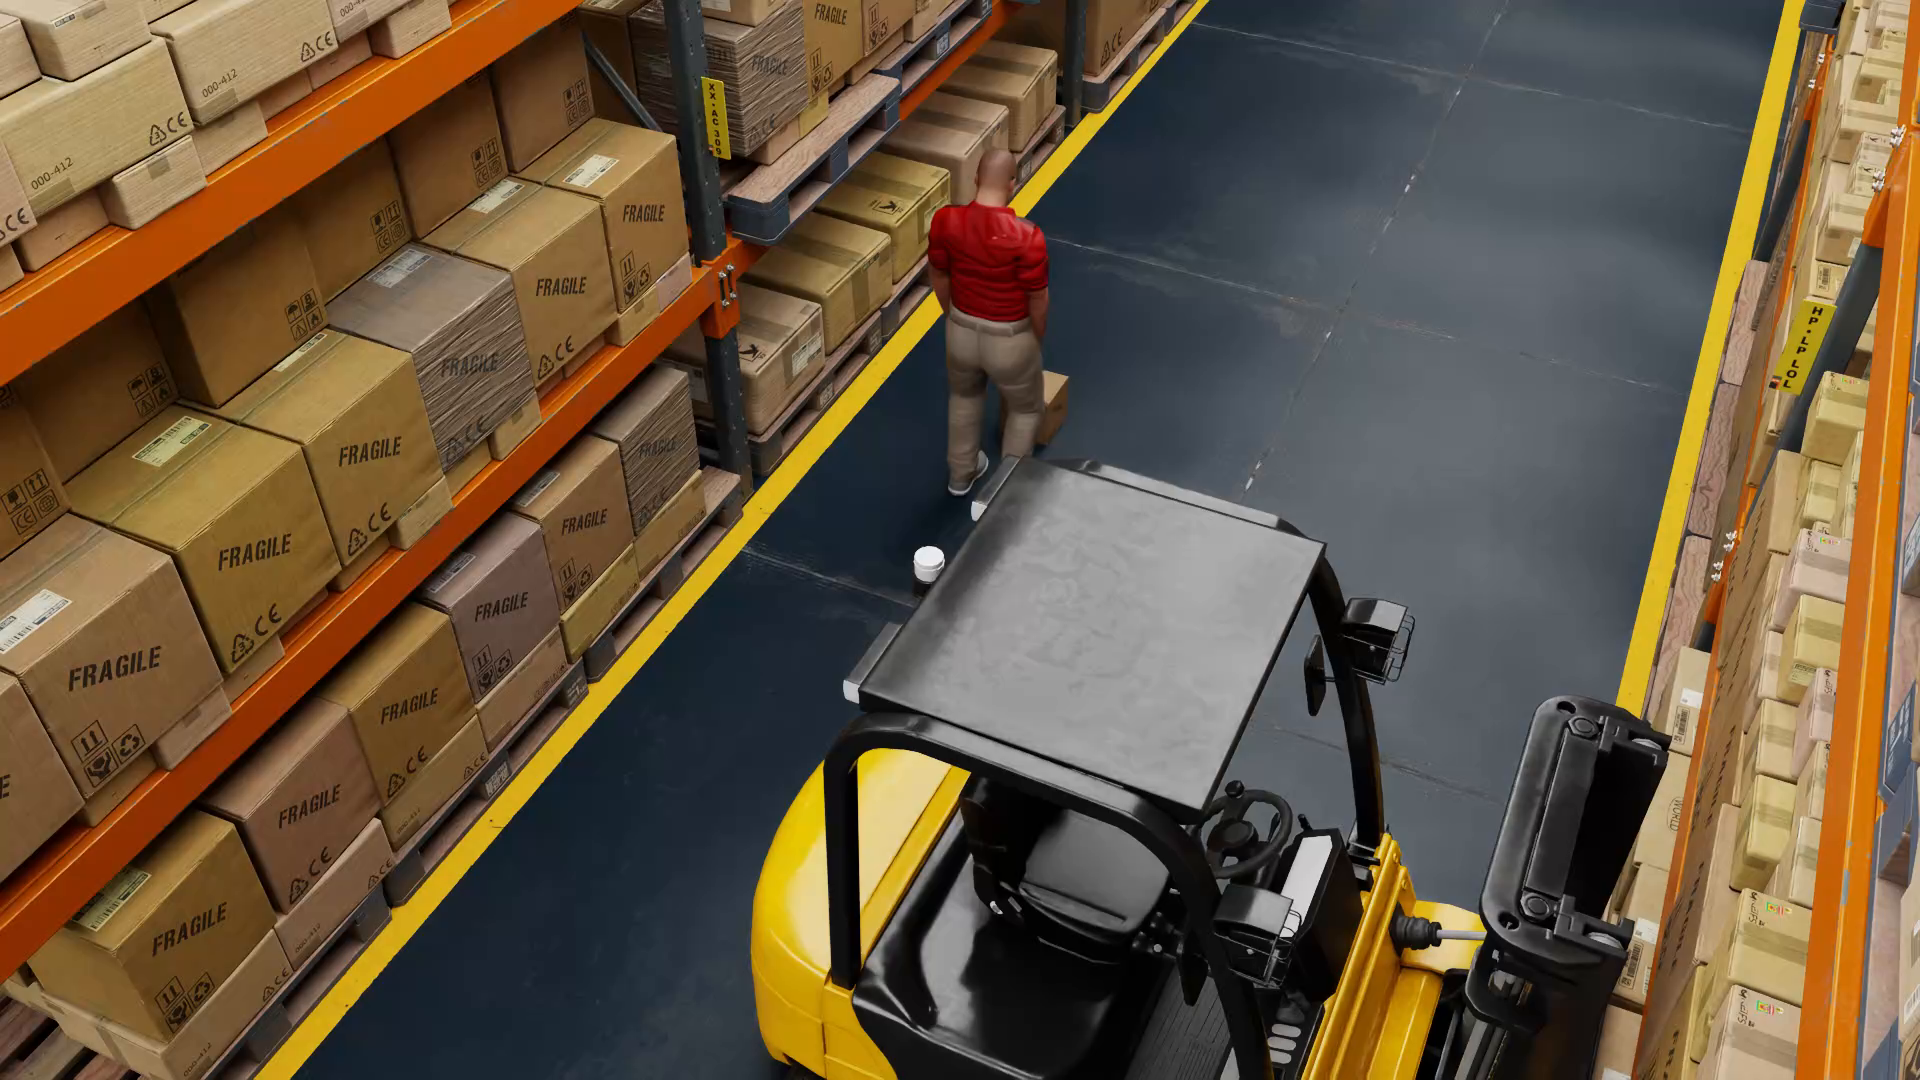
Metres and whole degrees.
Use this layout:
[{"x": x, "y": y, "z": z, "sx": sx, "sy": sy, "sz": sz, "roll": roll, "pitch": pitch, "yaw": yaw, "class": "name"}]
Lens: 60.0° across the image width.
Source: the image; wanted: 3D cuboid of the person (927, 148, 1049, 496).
[{"x": 0.124, "y": -0.883, "z": 7.194, "sx": 0.547, "sy": 1.699, "sz": 0.383, "roll": 17, "pitch": 45, "yaw": 19, "class": "person"}]
